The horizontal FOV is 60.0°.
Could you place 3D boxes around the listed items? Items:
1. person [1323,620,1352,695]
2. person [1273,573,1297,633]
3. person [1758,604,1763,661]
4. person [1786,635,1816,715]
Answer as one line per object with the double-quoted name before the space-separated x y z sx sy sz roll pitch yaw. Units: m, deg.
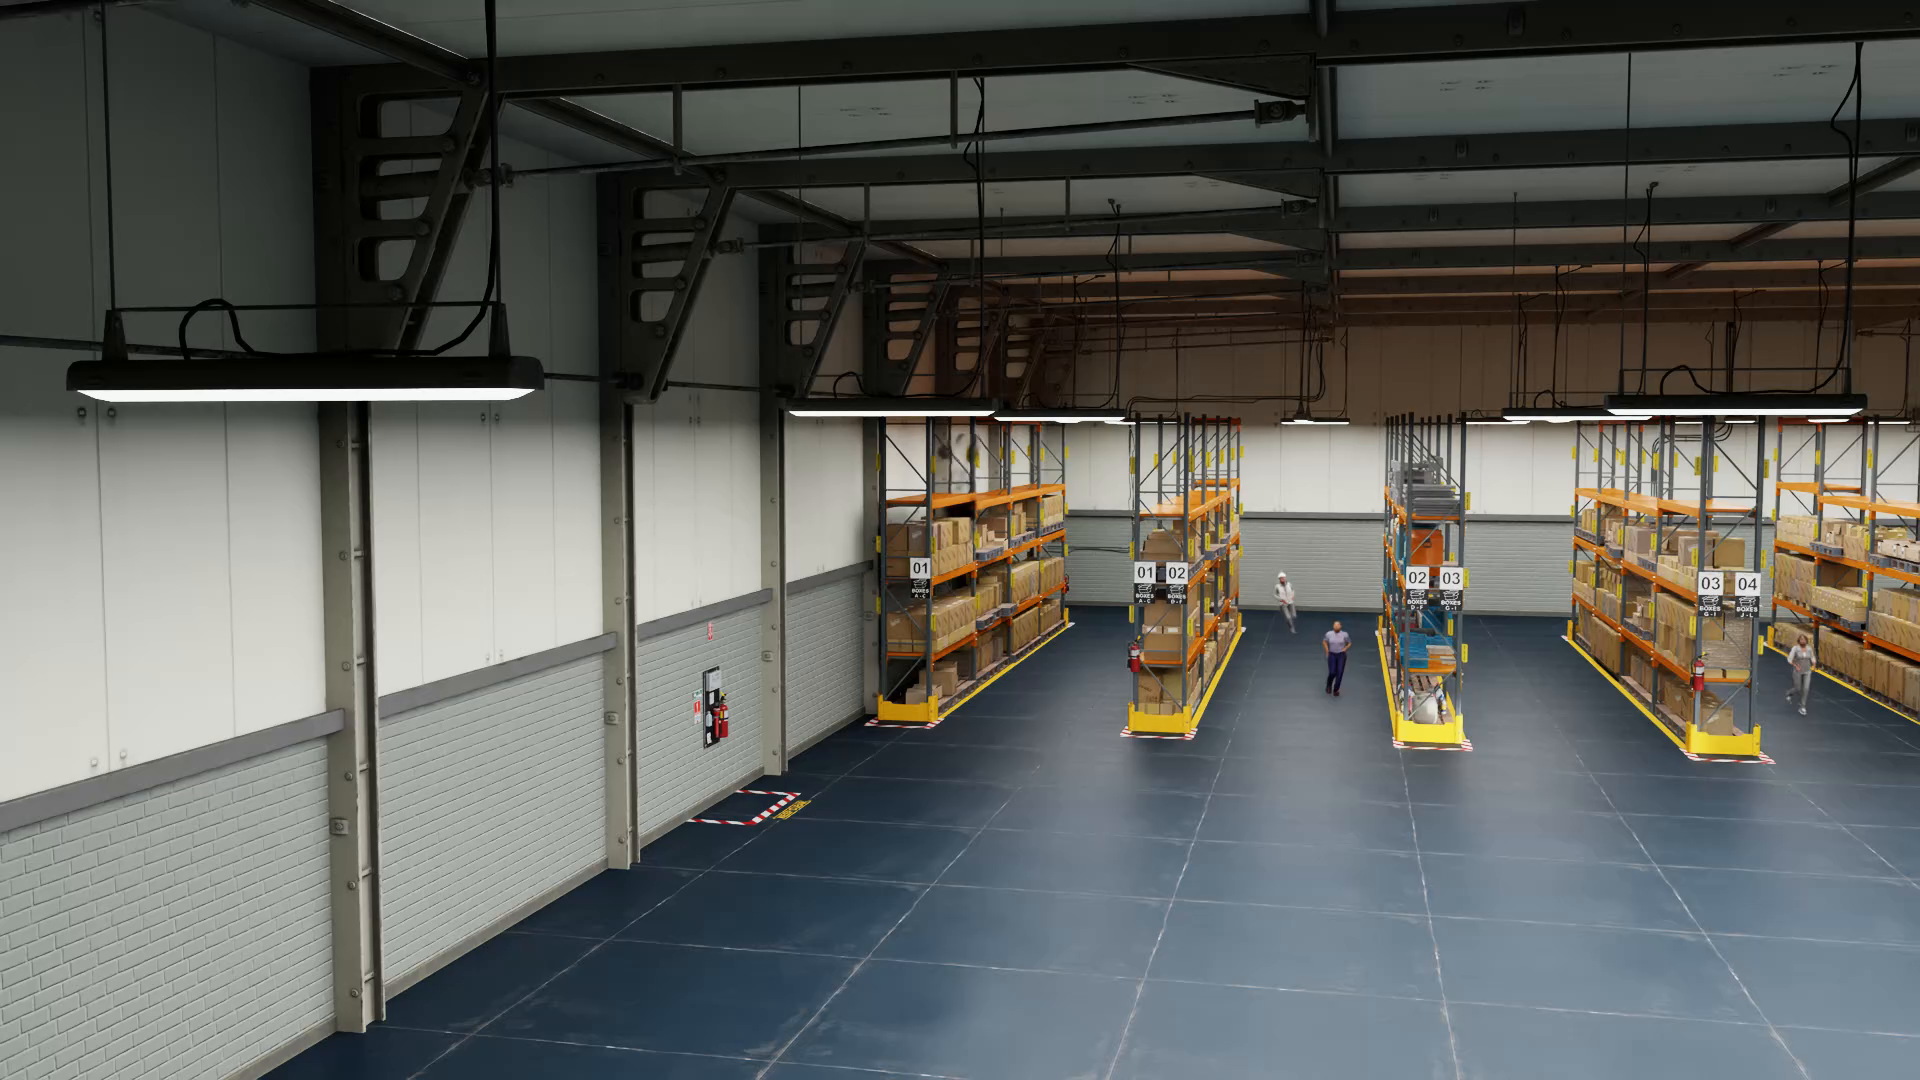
"person" 8.040 2.517 35.423 0.586 1.613 0.583 1 4 9
"person" 9.036 1.727 46.297 0.672 1.635 0.543 -1 4 -9
"person" 19.480 2.043 41.008 0.690 1.787 0.912 0 4 3
"person" 16.929 2.687 33.458 0.545 1.589 0.691 1 4 9
